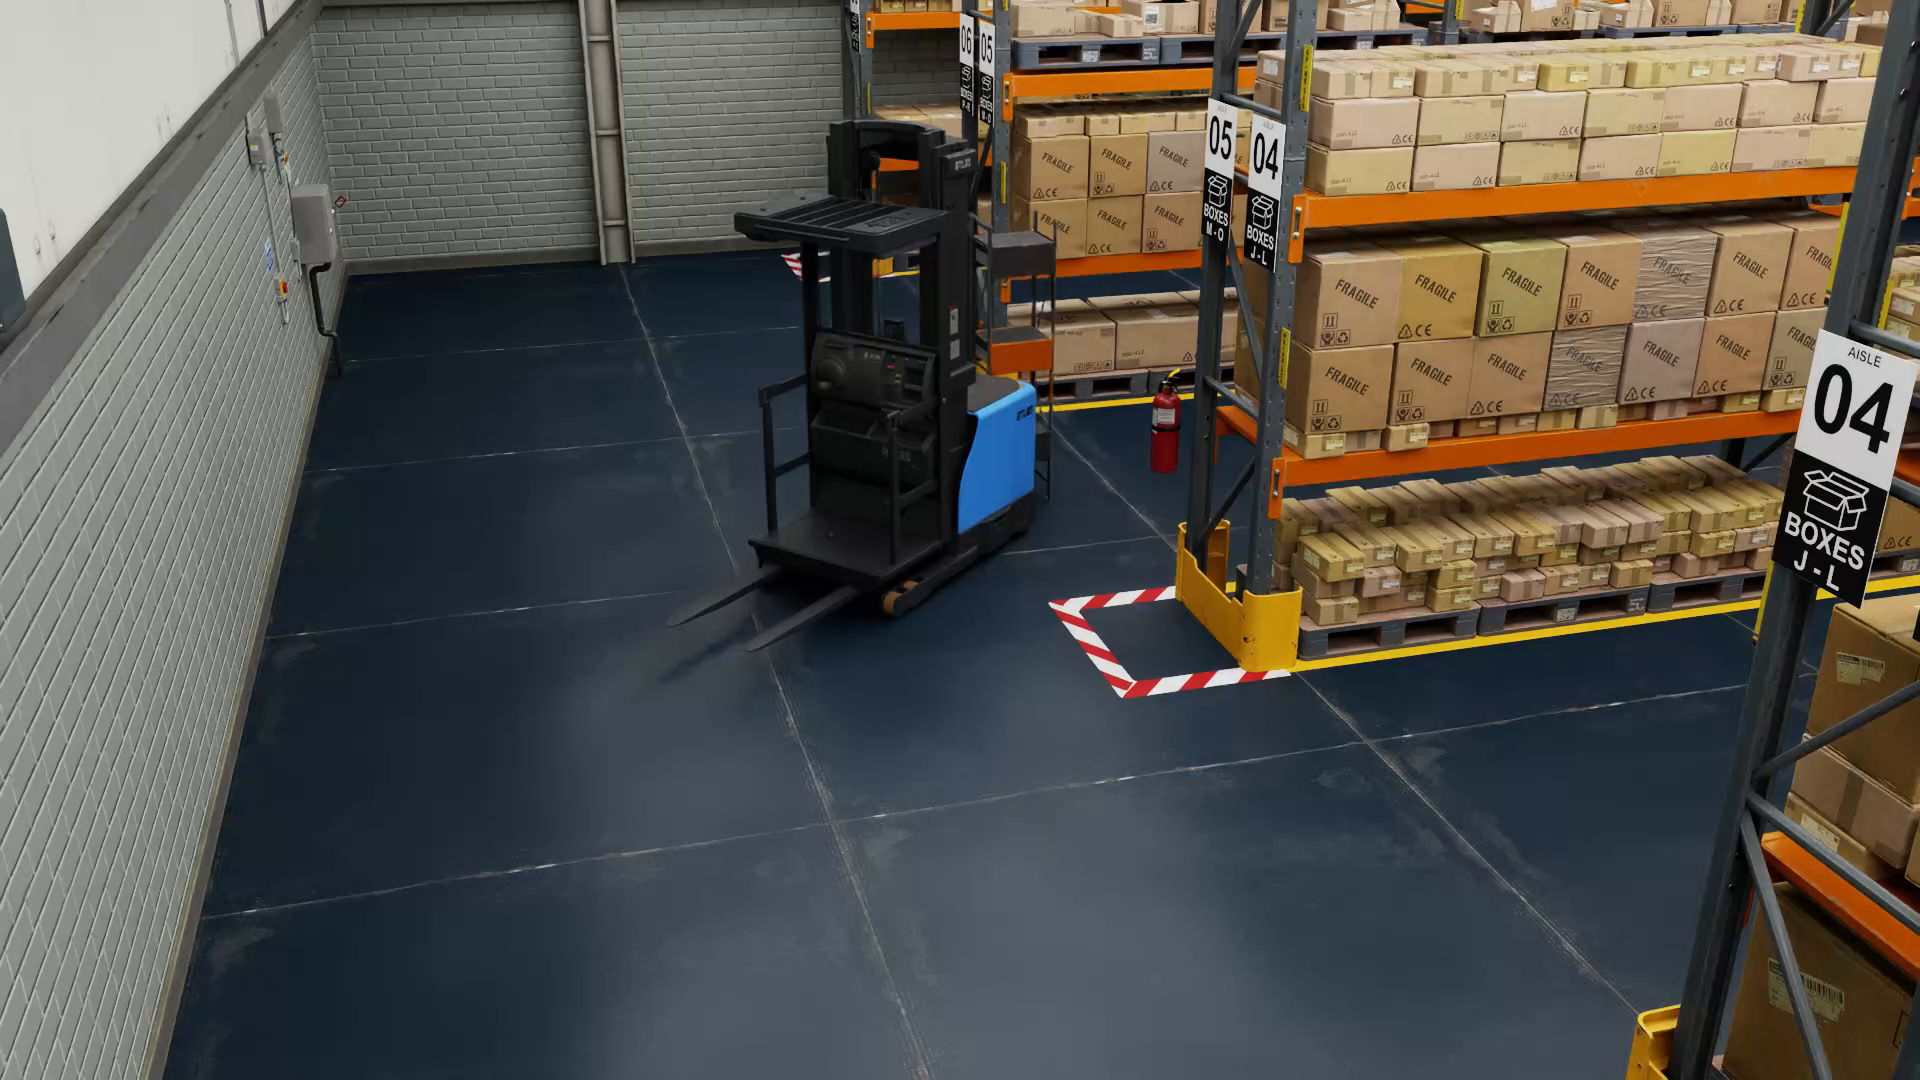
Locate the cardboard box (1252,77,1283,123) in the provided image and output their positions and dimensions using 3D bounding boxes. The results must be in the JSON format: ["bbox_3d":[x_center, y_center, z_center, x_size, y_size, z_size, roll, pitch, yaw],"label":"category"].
[{"bbox_3d":[2.016,-2.499,9.522,0.500,0.250,0.500,-7,24,-16],"label":"cardboard box"}]

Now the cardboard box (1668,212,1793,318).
[{"bbox_3d":[4.617,-1.672,10.071,0.500,0.500,0.500,-7,24,-16],"label":"cardboard box"}]

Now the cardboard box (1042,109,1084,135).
[{"bbox_3d":[0.857,-3.474,13.824,0.250,0.149,0.380,-6,24,-13],"label":"cardboard box"}]

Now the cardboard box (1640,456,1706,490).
[{"bbox_3d":[4.824,-0.431,11.280,0.250,0.149,0.380,-5,24,-12],"label":"cardboard box"}]

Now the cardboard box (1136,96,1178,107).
[{"bbox_3d":[1.712,-3.757,14.485,0.250,0.149,0.380,-6,24,-13],"label":"cardboard box"}]

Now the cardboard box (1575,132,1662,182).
[{"bbox_3d":[3.643,-2.239,9.551,0.500,0.250,0.500,-6,24,-15],"label":"cardboard box"}]

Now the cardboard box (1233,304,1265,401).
[{"bbox_3d":[2.005,-1.142,10.104,0.500,0.500,0.500,-6,24,-13],"label":"cardboard box"}]

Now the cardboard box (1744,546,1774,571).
[{"bbox_3d":[5.207,0.048,10.917,0.250,0.149,0.380,-6,24,-14],"label":"cardboard box"}]

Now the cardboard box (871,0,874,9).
[{"bbox_3d":[-0.892,-5.952,18.331,0.250,0.149,0.380,-6,24,-13],"label":"cardboard box"}]

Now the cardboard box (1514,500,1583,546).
[{"bbox_3d":[3.716,-0.108,10.526,0.250,0.149,0.380,-6,24,-14],"label":"cardboard box"}]

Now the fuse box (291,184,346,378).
[{"bbox_3d":[-5.643,-2.294,14.926,0.414,1.711,0.539,-6,24,-14],"label":"fuse box"}]

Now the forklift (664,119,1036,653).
[{"bbox_3d":[-0.680,-1.064,10.512,1.130,2.935,3.031,14,27,30],"label":"forklift"}]

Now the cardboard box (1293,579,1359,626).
[{"bbox_3d":[2.233,0.369,10.169,0.250,0.149,0.380,-6,24,-13],"label":"cardboard box"}]

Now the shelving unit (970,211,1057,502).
[{"bbox_3d":[0.374,-1.289,12.091,0.503,2.100,0.431,-8,24,-18],"label":"shelving unit"}]

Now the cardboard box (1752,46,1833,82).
[{"bbox_3d":[4.790,-2.751,9.605,0.250,0.149,0.380,-6,24,-14],"label":"cardboard box"}]

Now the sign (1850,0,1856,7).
[{"bbox_3d":[8.052,-4.976,14.982,0.005,0.325,0.100,-6,24,-14],"label":"sign"}]

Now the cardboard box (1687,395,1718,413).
[{"bbox_3d":[4.522,-0.929,10.430,0.250,0.149,0.380,-7,24,-16],"label":"cardboard box"}]

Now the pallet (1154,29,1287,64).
[{"bbox_3d":[2.095,-4.235,14.123,1.213,0.211,1.003,-6,24,-14],"label":"pallet"}]

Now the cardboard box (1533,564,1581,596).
[{"bbox_3d":[3.718,0.199,10.565,0.250,0.149,0.380,-6,24,-14],"label":"cardboard box"}]

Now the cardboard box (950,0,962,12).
[{"bbox_3d":[-0.003,-5.822,18.028,0.250,0.149,0.380,-6,24,-13],"label":"cardboard box"}]

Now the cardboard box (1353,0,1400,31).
[{"bbox_3d":[3.530,-4.475,14.082,0.258,0.266,0.396,-6,24,-13],"label":"cardboard box"}]

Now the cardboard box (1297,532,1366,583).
[{"bbox_3d":[2.238,0.103,10.035,0.250,0.149,0.380,-7,24,-17],"label":"cardboard box"}]

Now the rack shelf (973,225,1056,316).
[{"bbox_3d":[0.374,-1.920,11.820,0.480,0.518,0.431,-8,24,-18],"label":"rack shelf"}]

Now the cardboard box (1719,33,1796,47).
[{"bbox_3d":[4.876,-3.007,10.201,0.250,0.149,0.380,-7,24,-17],"label":"cardboard box"}]

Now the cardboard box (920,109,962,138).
[{"bbox_3d":[-0.142,-4.634,18.559,0.500,0.250,0.500,-6,24,-14],"label":"cardboard box"}]

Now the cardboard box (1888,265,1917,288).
[{"bbox_3d":[6.085,-1.737,11.025,0.250,0.149,0.380,-7,24,-16],"label":"cardboard box"}]

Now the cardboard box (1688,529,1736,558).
[{"bbox_3d":[4.765,-0.037,10.737,0.250,0.149,0.380,-7,24,-16],"label":"cardboard box"}]

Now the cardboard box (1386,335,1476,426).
[{"bbox_3d":[2.657,-1.006,9.787,0.500,0.500,0.500,-6,24,-14],"label":"cardboard box"}]

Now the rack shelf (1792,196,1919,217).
[{"bbox_3d":[9.835,-3.417,16.822,4.000,0.370,1.077,-6,24,-14],"label":"rack shelf"}]

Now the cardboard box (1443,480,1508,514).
[{"bbox_3d":[3.349,-0.243,10.840,0.250,0.149,0.380,-7,24,-16],"label":"cardboard box"}]

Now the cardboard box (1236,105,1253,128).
[{"bbox_3d":[2.367,-3.614,14.152,0.250,0.149,0.380,-6,24,-14],"label":"cardboard box"}]

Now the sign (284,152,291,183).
[{"bbox_3d":[-5.827,-3.223,14.409,0.001,0.242,0.339,-6,24,-14],"label":"sign"}]

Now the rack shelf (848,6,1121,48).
[{"bbox_3d":[0.788,-5.828,18.636,4.000,0.370,1.077,-6,24,-14],"label":"rack shelf"}]

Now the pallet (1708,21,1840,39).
[{"bbox_3d":[7.304,-4.738,15.423,1.003,0.211,1.213,-5,24,-12],"label":"pallet"}]

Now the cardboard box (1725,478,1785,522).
[{"bbox_3d":[5.221,-0.260,10.879,0.250,0.149,0.380,-6,24,-13],"label":"cardboard box"}]

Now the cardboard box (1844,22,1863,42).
[{"bbox_3d":[8.259,-4.767,15.570,0.250,0.149,0.380,-6,24,-14],"label":"cardboard box"}]

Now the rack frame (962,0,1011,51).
[{"bbox_3d":[0.207,-5.440,13.015,0.127,3.000,1.000,-6,24,-14],"label":"rack frame"}]

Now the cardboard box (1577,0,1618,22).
[{"bbox_3d":[5.839,-4.831,15.165,0.250,0.166,0.380,-4,24,-10],"label":"cardboard box"}]

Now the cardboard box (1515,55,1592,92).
[{"bbox_3d":[3.280,-2.591,9.232,0.250,0.149,0.380,-6,24,-13],"label":"cardboard box"}]

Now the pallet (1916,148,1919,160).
[{"bbox_3d":[6.116,-2.558,10.341,1.003,0.211,1.213,-6,24,-14],"label":"pallet"}]

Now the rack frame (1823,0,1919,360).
[{"bbox_3d":[2.884,-1.677,4.246,0.127,3.000,1.000,-6,24,-14],"label":"rack frame"}]

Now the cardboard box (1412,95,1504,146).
[{"bbox_3d":[2.637,-2.357,9.192,0.500,0.250,0.500,-7,24,-15],"label":"cardboard box"}]

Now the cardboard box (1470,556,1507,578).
[{"bbox_3d":[3.212,0.090,10.441,0.250,0.149,0.380,-7,24,-17],"label":"cardboard box"}]

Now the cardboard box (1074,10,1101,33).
[{"bbox_3d":[0.998,-4.342,13.920,0.250,0.149,0.380,-8,25,-18],"label":"cardboard box"}]

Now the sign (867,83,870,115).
[{"bbox_3d":[-0.991,-4.759,17.938,0.005,0.325,0.100,-6,24,-14],"label":"sign"}]

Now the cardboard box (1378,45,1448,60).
[{"bbox_3d":[2.618,-2.769,9.647,0.250,0.149,0.380,-6,24,-14],"label":"cardboard box"}]

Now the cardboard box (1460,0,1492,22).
[{"bbox_3d":[4.850,-4.813,14.939,0.500,0.311,0.500,-6,24,-14],"label":"cardboard box"}]

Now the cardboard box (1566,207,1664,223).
[{"bbox_3d":[4.004,-1.824,10.424,0.500,0.500,0.500,-6,24,-13],"label":"cardboard box"}]

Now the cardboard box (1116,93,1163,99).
[{"bbox_3d":[2.164,-5.110,19.669,0.500,0.250,0.500,-7,24,-15],"label":"cardboard box"}]

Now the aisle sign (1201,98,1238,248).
[{"bbox_3d":[1.490,-2.115,9.578,0.004,0.787,0.394,-6,24,-14],"label":"aisle sign"}]

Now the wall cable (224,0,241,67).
[{"bbox_3d":[-5.193,-4.727,11.354,0.029,3.000,0.463,-6,24,-14],"label":"wall cable"}]

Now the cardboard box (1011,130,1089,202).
[{"bbox_3d":[0.746,-3.131,13.848,0.500,0.500,0.500,-7,24,-16],"label":"cardboard box"}]

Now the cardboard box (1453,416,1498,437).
[{"bbox_3d":[3.030,-0.759,10.033,0.250,0.149,0.380,-7,24,-15],"label":"cardboard box"}]

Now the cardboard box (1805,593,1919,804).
[{"bbox_3d":[3.282,0.516,5.606,0.500,0.500,0.500,-6,24,-14],"label":"cardboard box"}]

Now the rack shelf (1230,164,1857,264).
[{"bbox_3d":[3.567,-2.075,9.890,4.000,0.370,1.077,-6,24,-14],"label":"rack shelf"}]
